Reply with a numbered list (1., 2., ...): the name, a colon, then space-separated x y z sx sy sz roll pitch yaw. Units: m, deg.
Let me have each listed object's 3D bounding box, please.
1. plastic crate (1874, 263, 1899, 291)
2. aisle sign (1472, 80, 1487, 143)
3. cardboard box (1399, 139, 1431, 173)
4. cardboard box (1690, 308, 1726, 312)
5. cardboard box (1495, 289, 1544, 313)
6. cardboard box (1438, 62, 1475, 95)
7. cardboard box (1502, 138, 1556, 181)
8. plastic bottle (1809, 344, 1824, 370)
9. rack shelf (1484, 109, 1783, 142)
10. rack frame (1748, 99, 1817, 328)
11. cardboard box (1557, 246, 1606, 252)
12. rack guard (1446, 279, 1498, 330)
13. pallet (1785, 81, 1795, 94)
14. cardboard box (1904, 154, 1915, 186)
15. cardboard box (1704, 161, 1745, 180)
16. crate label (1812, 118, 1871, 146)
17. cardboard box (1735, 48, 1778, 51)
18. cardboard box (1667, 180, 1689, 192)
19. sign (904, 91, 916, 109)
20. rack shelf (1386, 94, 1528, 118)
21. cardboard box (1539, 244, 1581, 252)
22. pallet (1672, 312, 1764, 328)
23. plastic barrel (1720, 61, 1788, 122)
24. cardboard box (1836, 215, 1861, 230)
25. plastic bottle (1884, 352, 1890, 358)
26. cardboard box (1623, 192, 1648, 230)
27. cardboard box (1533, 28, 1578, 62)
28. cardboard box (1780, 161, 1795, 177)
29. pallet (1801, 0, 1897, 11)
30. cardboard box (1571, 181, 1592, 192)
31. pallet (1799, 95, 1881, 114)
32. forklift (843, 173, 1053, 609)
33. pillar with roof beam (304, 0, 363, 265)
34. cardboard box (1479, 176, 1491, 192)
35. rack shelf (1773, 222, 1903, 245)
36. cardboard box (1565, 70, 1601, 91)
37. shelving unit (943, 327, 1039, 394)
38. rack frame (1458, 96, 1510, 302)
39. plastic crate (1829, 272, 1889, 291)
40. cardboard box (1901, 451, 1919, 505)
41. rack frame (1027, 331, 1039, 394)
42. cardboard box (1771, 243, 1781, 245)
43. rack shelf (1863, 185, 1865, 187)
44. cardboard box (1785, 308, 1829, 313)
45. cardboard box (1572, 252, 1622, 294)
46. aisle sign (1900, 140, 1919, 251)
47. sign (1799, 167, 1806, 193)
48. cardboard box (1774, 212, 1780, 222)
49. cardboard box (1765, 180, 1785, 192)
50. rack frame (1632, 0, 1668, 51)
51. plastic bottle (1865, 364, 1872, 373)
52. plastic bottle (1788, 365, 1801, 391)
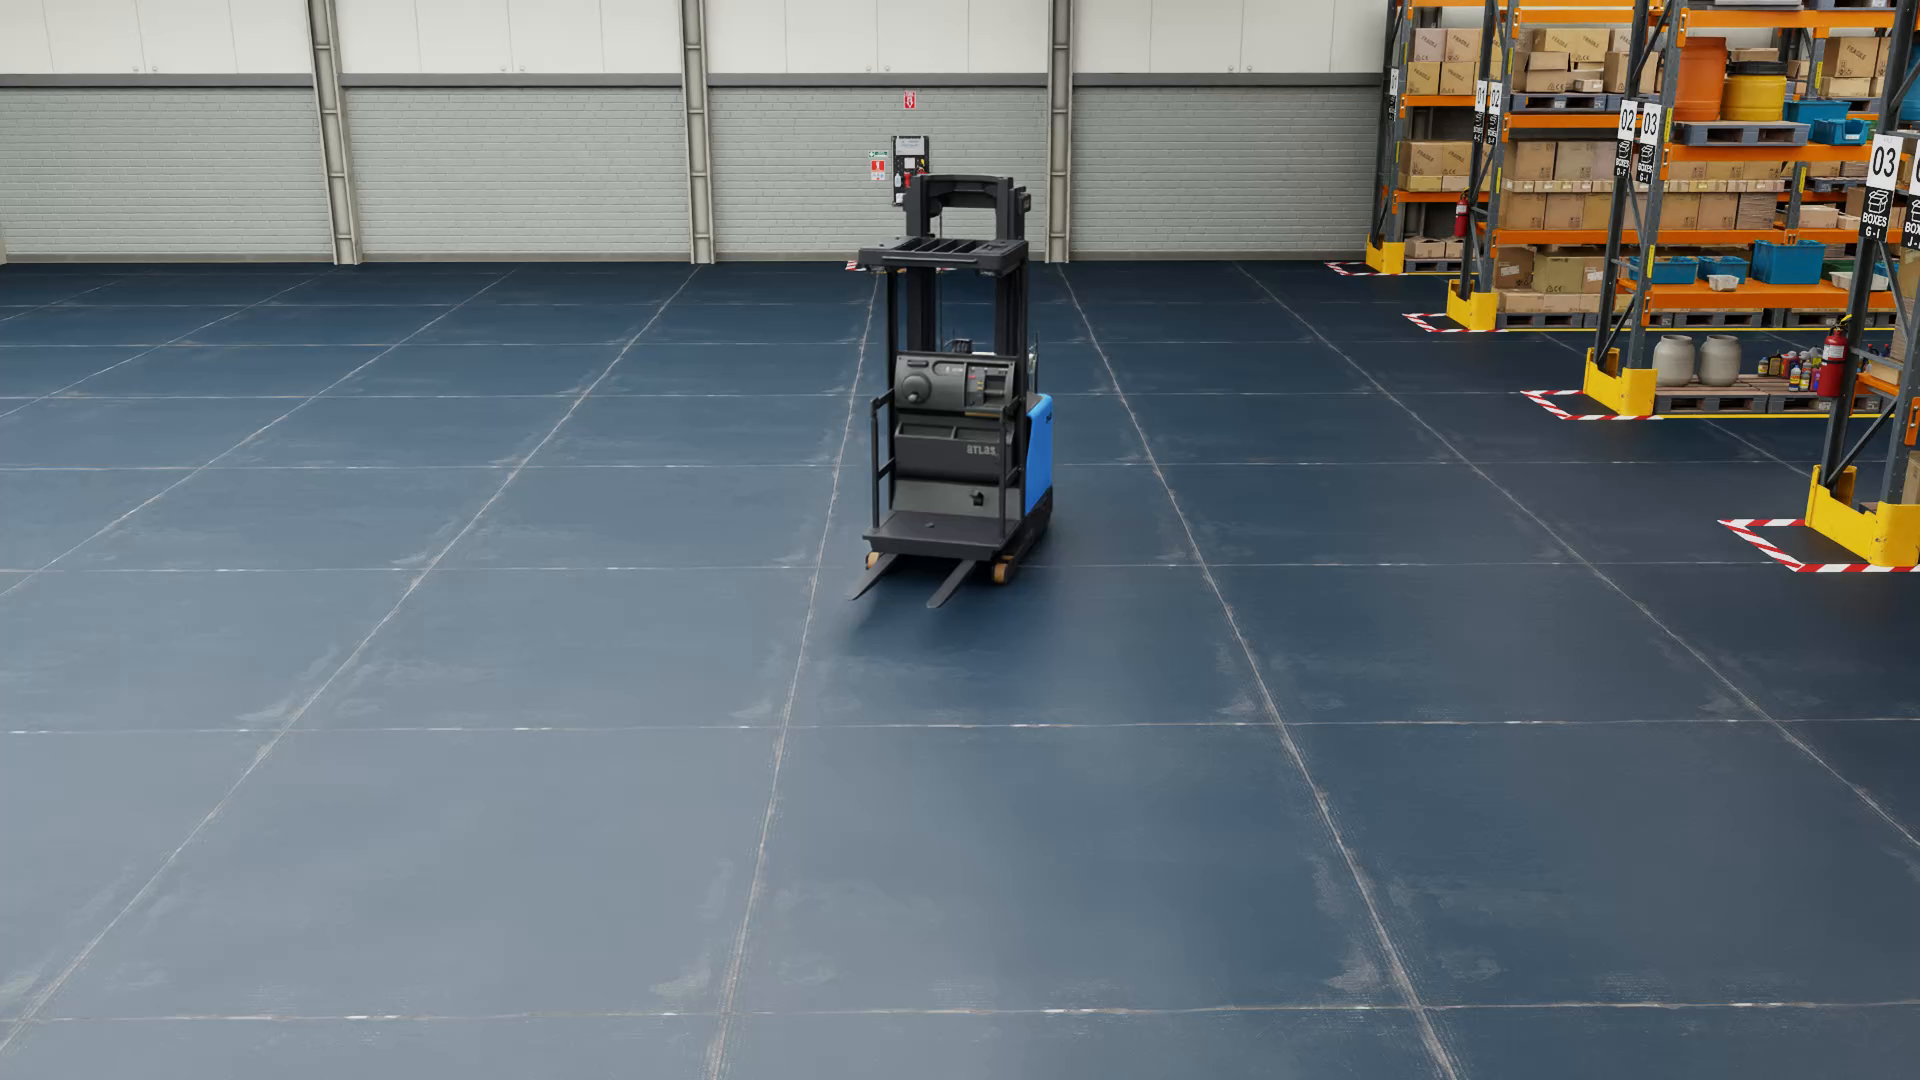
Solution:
1. plastic crate: 10.014 -2.771 17.517 0.616 0.251 0.499 0 18 -1
2. aisle sign: 6.972 -5.750 22.307 0.004 0.787 0.394 0 18 -1
3. cardboard box: 7.428 -6.298 27.256 0.500 0.500 0.500 0 18 -1
4. cardboard box: 10.081 -3.265 22.628 0.500 0.250 0.500 0 18 -1
5. cardboard box: 7.582 -3.249 22.578 0.500 0.250 0.500 0 18 -1
6. cardboard box: 7.836 -7.339 26.406 0.500 0.500 0.500 1 18 3
7. cardboard box: 7.562 -5.087 22.208 0.500 0.500 0.700 0 18 -1
8. plastic bottle: 9.502 -1.997 18.478 0.185 0.351 0.144 0 18 1
9. rack shelf: 9.042 -5.519 22.107 4.000 0.370 1.077 0 18 -1
10. rack frame: 11.041 -4.442 22.486 0.127 3.000 1.000 0 18 -1
11. cardboard box: 8.573 -3.774 22.987 0.500 0.500 0.500 0 18 -1
12. rack guard: 7.018 -3.233 22.807 0.348 0.500 1.175 0 18 -1
13. pallet: 12.615 -7.271 26.699 1.003 0.211 1.213 0 18 -1
14. cardboard box: 7.673 -2.834 12.808 0.500 0.250 0.500 0 18 0
15. cardboard box: 10.093 -5.101 22.251 0.500 0.500 0.700 0 18 -1
16. crate label: 8.993 -4.176 16.987 0.408 0.251 0.502 0 18 -1
17. cardboard box: 12.740 -7.615 26.615 0.500 0.500 0.500 -1 18 -3
18. cardboard box: 9.503 -4.727 22.145 0.250 0.149 0.380 0 18 1
19. sign: -0.834 -7.309 27.625 0.199 0.298 0.001 0 18 -1
20. rack shelf: 8.960 -7.032 26.823 4.000 0.370 1.077 0 18 -1
21. cardboard box: 9.922 -4.957 27.463 0.500 0.500 0.500 -2 18 -5
22. pallet: 10.246 -3.124 22.939 1.213 0.211 1.003 0 18 -1
23. plastic barrel: 8.254 -4.673 17.296 0.600 0.588 0.600 0 18 0
24. cardboard box: 11.931 -4.265 22.343 0.250 0.149 0.380 0 18 -1
25. plastic bottle: 10.304 -1.957 18.353 0.185 0.351 0.144 0 18 -1
26. cardboard box: 9.057 -4.477 22.431 0.500 0.500 0.700 0 18 1
27. cardboard box: 9.393 -7.820 26.271 0.500 0.500 0.500 -1 18 -3
28. cardboard box: 13.244 -6.214 27.123 0.500 0.500 0.700 0 18 -1
29. pallet: 9.069 -5.487 16.883 1.213 0.211 1.003 0 18 -1
30. cardboard box: 8.203 -4.719 22.123 0.250 0.149 0.380 -1 18 -2
31. pallet: 11.923 -5.788 22.082 1.217 0.209 0.805 -1 18 -3
32. forklift: -0.094 -1.191 12.462 1.130 2.935 3.031 5 18 14
33. pillar with roof beam: -10.284 -7.659 22.690 0.400 9.000 9.100 0 18 -1
34. cardboard box: 8.481 -5.787 26.890 0.500 0.250 0.500 -1 18 -2
35. rack shelf: 13.041 -4.110 22.625 4.000 0.370 1.077 0 18 -1
36. cardboard box: 8.189 -6.133 22.173 0.500 0.250 0.500 0 18 -1
37. shelving unit: 0.258 -1.037 14.324 0.755 1.500 0.431 5 18 14
38. rack frame: 7.042 -4.423 22.425 0.127 3.000 1.000 0 18 -1
39. plastic crate: 9.496 -2.719 17.544 0.437 0.136 0.530 0 18 -1
40. cardboard box: 7.819 -0.405 13.305 0.500 0.500 0.500 3 18 9
41. rack frame: 0.612 -1.009 14.237 0.023 1.500 0.400 5 18 14
42. cardboard box: 13.227 -4.997 27.585 0.500 0.500 0.700 0 18 -1
43. rack shelf: 16.959 -5.642 27.402 4.000 0.370 1.077 0 18 -1
44. cardboard box: 11.449 -3.259 22.612 0.500 0.250 0.500 -1 18 -2
45. cardboard box: 8.581 -3.615 22.492 0.500 0.500 0.500 0 18 -1
46. aisle sign: 7.137 -2.544 12.310 0.004 0.787 0.394 0 18 -1
47. sign: 11.052 -4.723 21.813 0.005 0.325 0.100 0 18 -1
48. cardboard box: 13.155 -5.344 27.440 0.500 0.250 0.500 0 18 -1
49. cardboard box: 10.773 -4.732 22.163 0.250 0.149 0.380 0 18 -1
50. rack frame: 10.959 -8.812 26.285 0.127 3.000 1.000 0 18 -1
51. plastic bottle: 9.799 -1.749 17.828 0.135 0.276 0.152 0 18 0
52. plastic bottle: 8.934 -1.734 17.789 0.097 0.271 0.097 0 18 0
